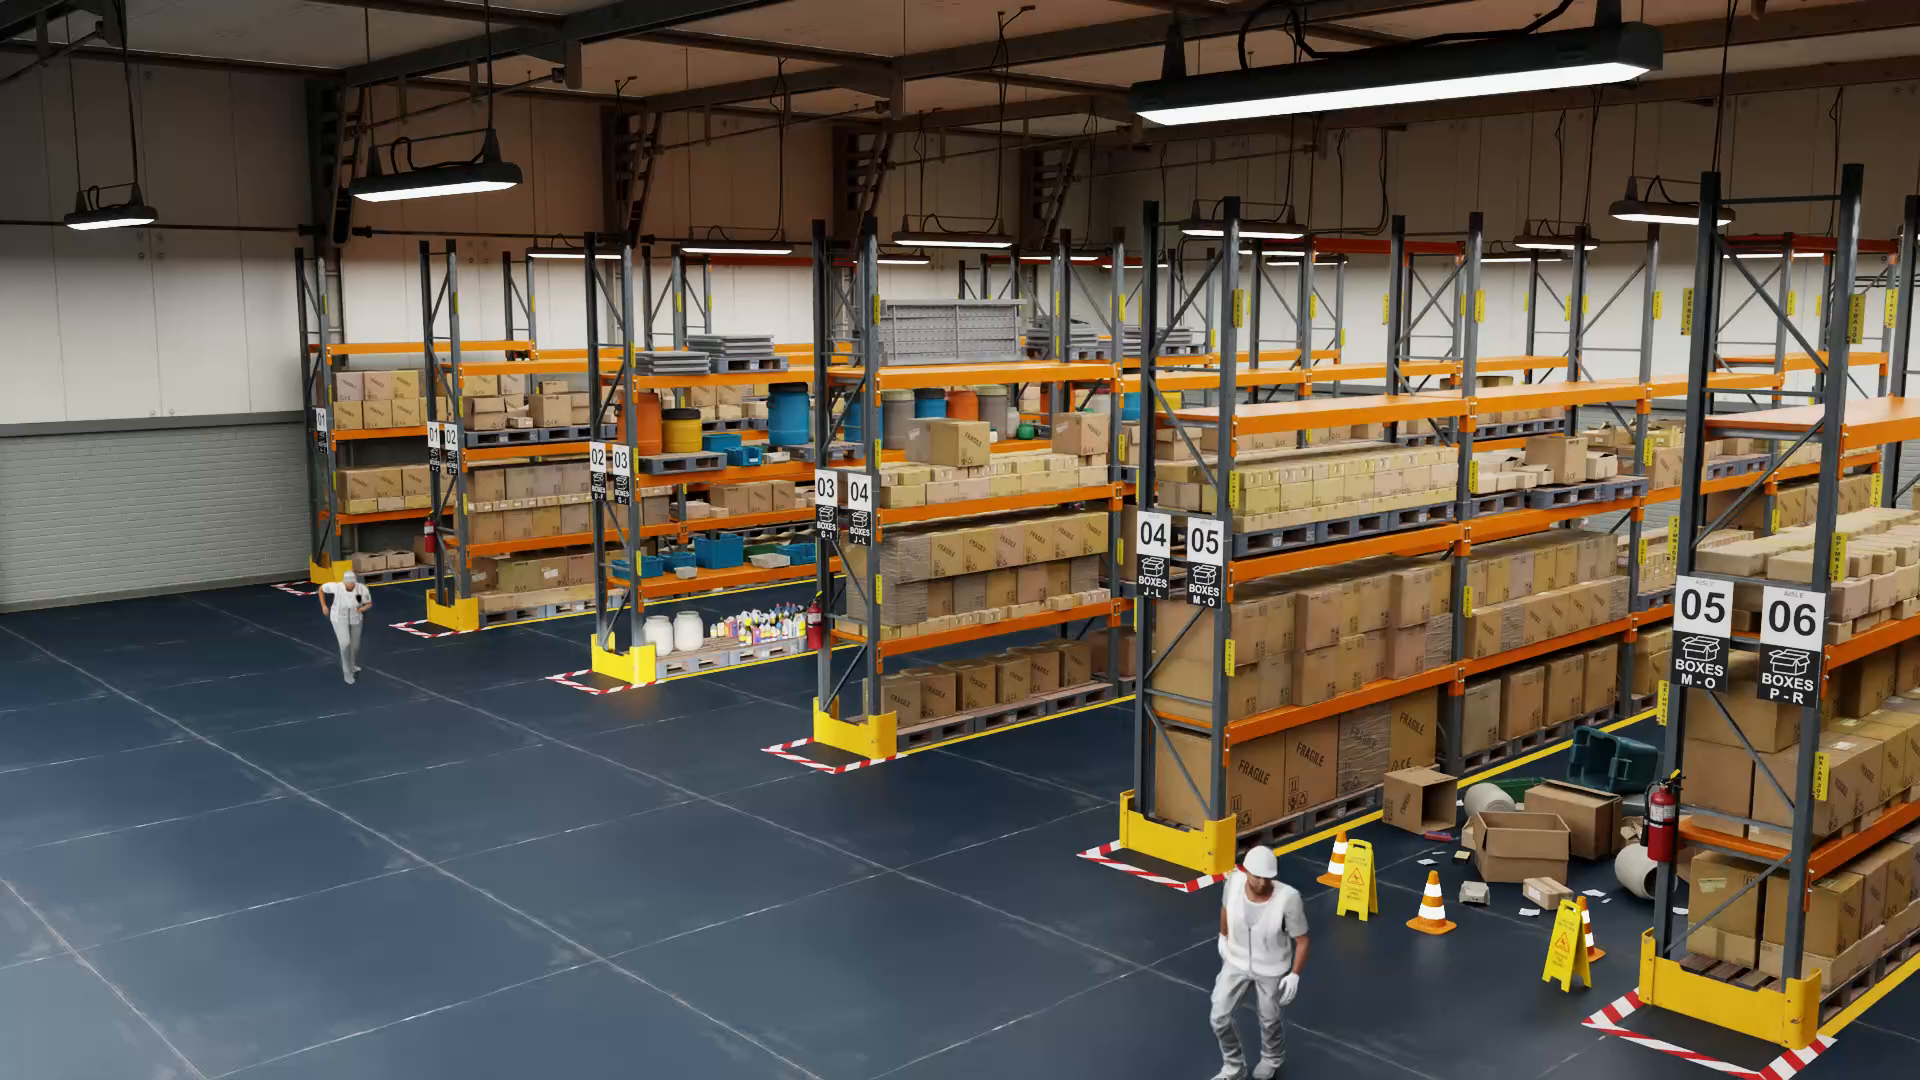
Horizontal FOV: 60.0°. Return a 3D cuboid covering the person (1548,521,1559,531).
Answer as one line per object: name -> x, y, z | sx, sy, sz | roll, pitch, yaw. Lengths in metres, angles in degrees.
person -> 9.262, 0.544, 25.893 | 0.555, 1.748, 0.849 | 8, 11, 43

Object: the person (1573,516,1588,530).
person -> 11.346, -0.120, 30.917 | 0.518, 1.567, 0.690 | -1, 9, -10

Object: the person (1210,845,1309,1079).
person -> 1.945, 2.758, 10.763 | 0.672, 1.728, 0.747 | 4, 9, 27

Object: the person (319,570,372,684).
person -> -8.262, 1.155, 22.411 | 0.650, 1.596, 0.954 | -4, 9, -26
